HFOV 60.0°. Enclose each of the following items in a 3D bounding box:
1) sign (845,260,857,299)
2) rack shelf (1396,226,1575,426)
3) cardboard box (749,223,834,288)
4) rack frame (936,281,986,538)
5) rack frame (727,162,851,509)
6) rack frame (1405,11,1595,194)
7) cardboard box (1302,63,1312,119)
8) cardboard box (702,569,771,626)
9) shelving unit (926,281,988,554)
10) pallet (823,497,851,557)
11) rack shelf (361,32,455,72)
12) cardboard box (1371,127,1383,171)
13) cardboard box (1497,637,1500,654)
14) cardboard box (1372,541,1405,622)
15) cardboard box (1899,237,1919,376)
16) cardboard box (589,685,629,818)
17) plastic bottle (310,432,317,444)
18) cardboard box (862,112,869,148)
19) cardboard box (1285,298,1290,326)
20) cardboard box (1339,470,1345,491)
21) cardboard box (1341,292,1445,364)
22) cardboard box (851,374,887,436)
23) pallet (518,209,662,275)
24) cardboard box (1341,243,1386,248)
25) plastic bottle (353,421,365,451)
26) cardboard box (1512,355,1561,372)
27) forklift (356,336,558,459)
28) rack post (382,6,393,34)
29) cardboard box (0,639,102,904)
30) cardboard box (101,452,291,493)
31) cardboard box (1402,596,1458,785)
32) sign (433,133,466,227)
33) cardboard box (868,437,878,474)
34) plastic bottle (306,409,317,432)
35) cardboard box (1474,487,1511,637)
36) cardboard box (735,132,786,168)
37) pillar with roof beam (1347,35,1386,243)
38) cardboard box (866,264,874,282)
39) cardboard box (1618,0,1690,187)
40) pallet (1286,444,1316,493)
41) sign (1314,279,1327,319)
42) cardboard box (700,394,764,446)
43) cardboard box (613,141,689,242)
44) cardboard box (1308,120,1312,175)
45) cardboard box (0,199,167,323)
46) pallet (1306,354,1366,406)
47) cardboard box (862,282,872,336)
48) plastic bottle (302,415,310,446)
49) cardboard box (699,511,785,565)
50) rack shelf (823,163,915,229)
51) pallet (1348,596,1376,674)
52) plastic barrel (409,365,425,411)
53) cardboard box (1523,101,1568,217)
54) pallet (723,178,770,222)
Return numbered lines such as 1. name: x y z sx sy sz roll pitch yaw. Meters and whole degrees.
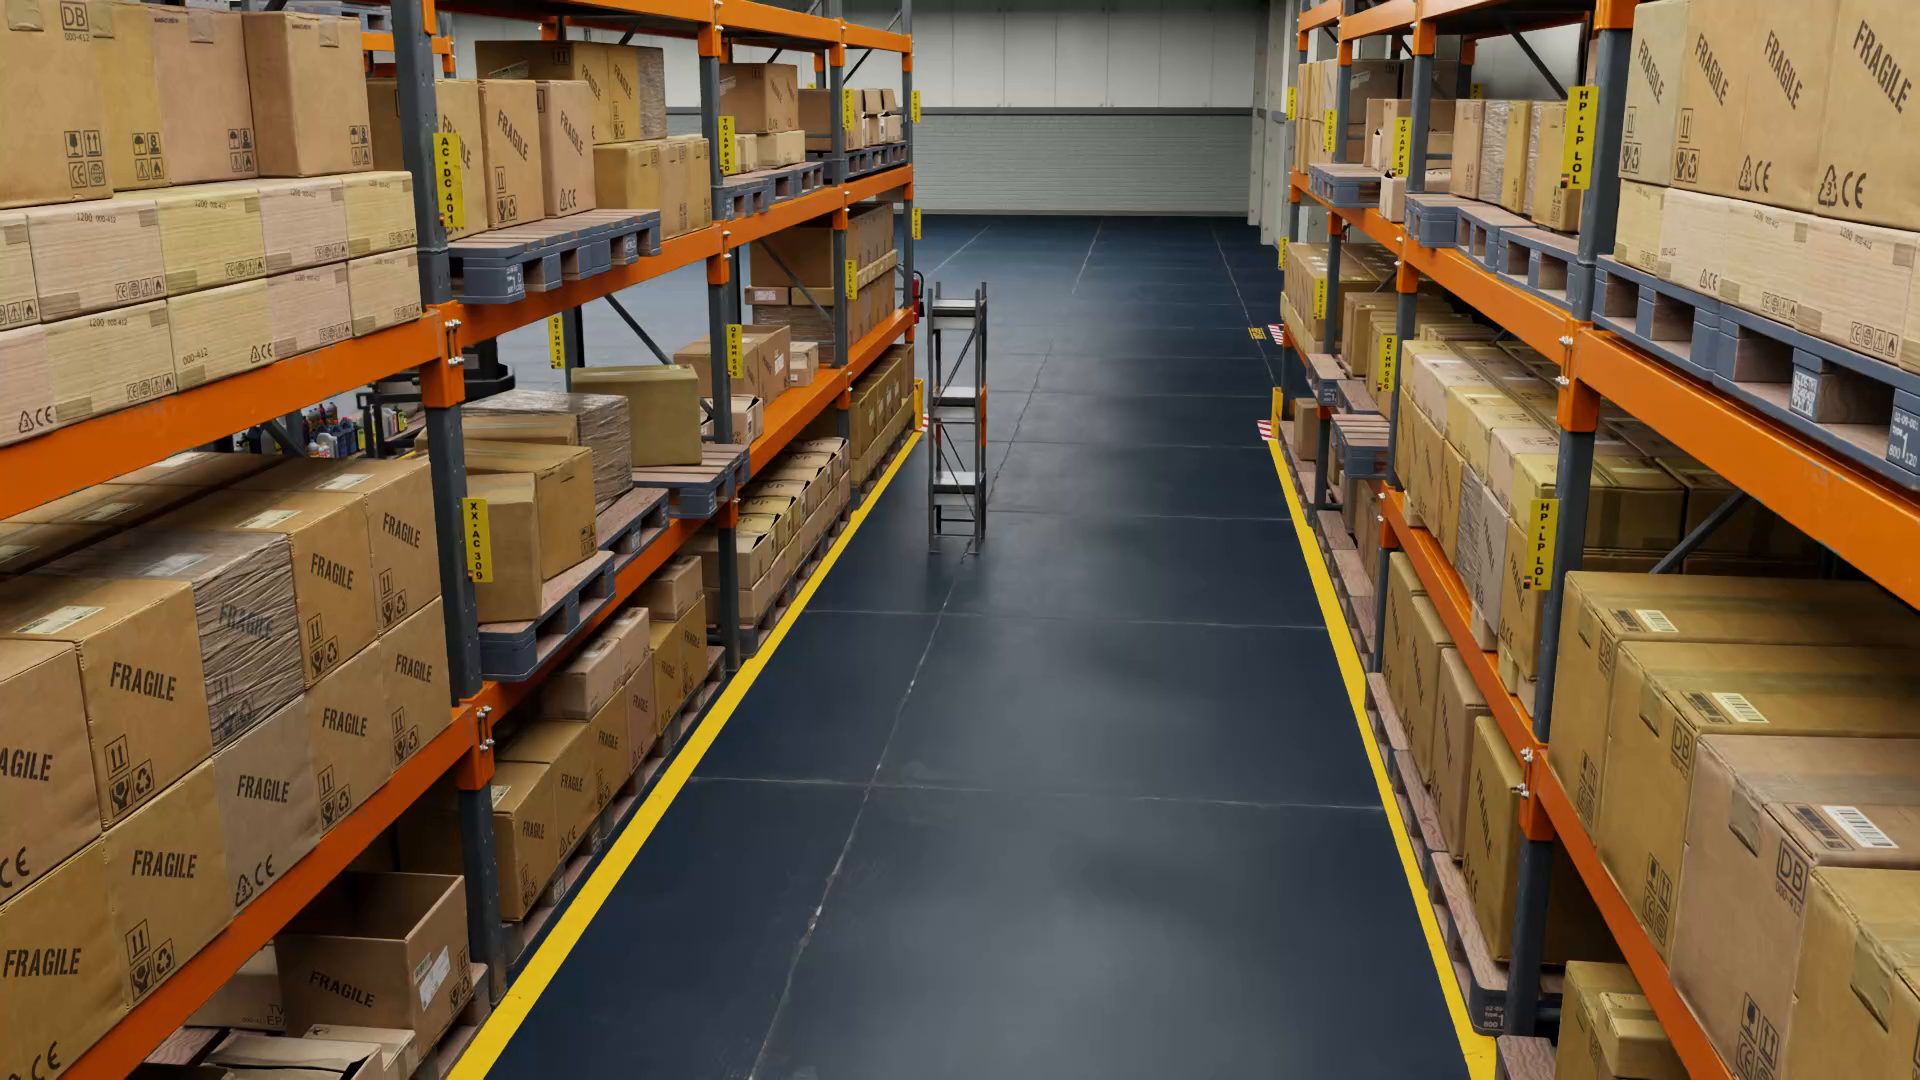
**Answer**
1. sign: -0.914 -2.177 13.899 0.100 0.325 0.005 2 15 6
2. rack shelf: 2.791 -1.069 7.500 1.077 0.370 4.000 2 15 6
3. cardboard box: -1.410 -2.459 14.333 0.700 0.500 0.500 2 15 7
4. rack frame: 0.009 -1.034 13.463 0.400 2.100 0.015 2 15 6
5. rack frame: -1.454 -1.669 14.089 1.000 3.000 0.127 2 15 6
6. rack frame: 3.017 -3.383 8.933 1.000 3.000 0.127 2 15 6
7. cardboard box: 3.481 -4.196 15.541 0.500 0.500 0.500 2 15 8
8. cardboard box: -1.554 0.366 11.027 0.500 0.250 0.500 2 15 6
9. shelving unit: -0.019 -0.971 13.229 0.431 2.100 0.503 2 15 6
10. pallet: -1.498 -0.131 13.742 1.003 0.211 1.213 2 15 6
11. rack shelf: -6.150 -4.691 15.914 1.077 0.370 4.000 2 15 6
12. cardboard box: 3.258 -2.833 12.012 0.500 0.311 0.500 2 15 8
13. cardboard box: 2.402 0.434 6.753 0.380 0.149 0.250 2 15 8
14. cardboard box: 3.046 0.319 10.682 0.700 0.500 0.500 2 15 7
15. cardboard box: 1.991 -0.371 2.834 0.500 0.250 0.500 1 15 4
16. cardboard box: -1.947 1.013 8.113 0.500 0.500 0.500 2 15 7
17. plastic bottle: -6.000 -0.875 15.511 0.061 0.283 0.133 2 15 6
18. cardboard box: -1.074 -3.608 14.608 0.500 0.311 0.500 1 15 3
19. cardboard box: 3.505 -2.247 16.474 0.500 0.250 0.500 1 15 5
20. cardboard box: 3.499 -0.509 14.382 0.380 0.166 0.250 0 15 -1
21. cardboard box: 3.377 -1.654 12.998 0.700 0.500 0.500 2 15 6
22. cardboard box: -0.978 -1.277 15.665 0.500 0.500 0.500 2 15 6
23. pallet: -2.099 -1.388 7.662 1.213 0.211 1.003 2 15 6
24. cardboard box: 4.078 -2.733 16.834 0.500 0.500 0.500 2 15 6
25. plastic bottle: -5.791 -1.005 15.993 0.061 0.283 0.133 2 15 9
26. cardboard box: 3.162 -0.791 8.604 0.500 0.250 0.500 1 15 4
27. forklift: -4.378 -1.363 13.086 3.031 2.935 1.130 -4 16 -15
28. rack post: -6.136 -5.316 17.040 0.937 0.300 0.954 3 15 12
29. cardboard box: -2.383 0.539 3.814 0.500 0.500 0.500 2 15 7
30. cardboard box: -2.689 -0.011 5.851 0.500 0.500 0.500 2 15 8
31. cardboard box: 2.699 0.762 8.412 0.750 0.750 0.750 2 15 6
32. sign: -1.817 -1.278 5.905 0.100 0.325 0.005 2 15 6
33. cardboard box: -1.039 -0.786 15.284 0.500 0.250 0.500 2 15 6
34. plastic bottle: -6.488 -1.173 16.638 0.097 0.271 0.097 0 15 0
35. cardboard box: 2.415 0.089 6.786 0.500 0.500 0.500 2 15 7
36. cardboard box: -1.592 -2.946 12.545 0.500 0.250 0.500 0 15 1
37. pillar with roof beam: 1.100 -6.934 22.065 9.100 9.000 0.400 2 15 6
38. cardboard box: -1.029 -2.561 15.953 0.380 0.149 0.250 1 15 5
39. cardboard box: 2.207 -1.261 4.689 0.500 0.500 0.500 2 15 6
40. pallet: 3.644 -0.671 15.739 1.003 0.211 1.213 2 15 6
41. sign: 2.928 -1.956 13.492 0.100 0.325 0.005 2 15 6
42. cardboard box: -1.612 -0.815 11.101 0.500 0.311 0.500 2 15 6
43. cardboard box: -1.979 -1.882 8.937 0.910 0.500 0.500 2 15 6
44. cardboard box: 3.444 -3.576 15.163 0.500 0.500 0.500 3 15 10
45. cardboard box: -2.318 -0.688 4.045 0.500 0.250 0.500 2 15 6
46. pallet: 3.238 -1.238 12.861 1.003 0.211 1.213 2 15 6
47. cardboard box: -1.240 -2.233 15.981 0.700 0.500 0.500 2 15 8
48. plastic bottle: -6.403 -1.065 16.217 0.061 0.283 0.133 2 15 6
49. cardboard box: -1.504 -0.042 11.458 0.500 0.311 0.500 1 15 5
50. rack shelf: -1.228 -3.289 15.710 1.077 0.370 4.000 2 15 6
51. pallet: 3.107 0.656 10.830 1.003 0.211 1.213 2 15 6
52. plastic barrel: -5.922 -1.682 18.099 0.421 0.512 0.421 0 15 0
53. cardboard box: 2.893 -1.657 7.264 0.700 0.500 0.500 2 15 6
54. pallet: -1.918 -2.167 10.546 1.213 0.211 1.003 2 15 9
